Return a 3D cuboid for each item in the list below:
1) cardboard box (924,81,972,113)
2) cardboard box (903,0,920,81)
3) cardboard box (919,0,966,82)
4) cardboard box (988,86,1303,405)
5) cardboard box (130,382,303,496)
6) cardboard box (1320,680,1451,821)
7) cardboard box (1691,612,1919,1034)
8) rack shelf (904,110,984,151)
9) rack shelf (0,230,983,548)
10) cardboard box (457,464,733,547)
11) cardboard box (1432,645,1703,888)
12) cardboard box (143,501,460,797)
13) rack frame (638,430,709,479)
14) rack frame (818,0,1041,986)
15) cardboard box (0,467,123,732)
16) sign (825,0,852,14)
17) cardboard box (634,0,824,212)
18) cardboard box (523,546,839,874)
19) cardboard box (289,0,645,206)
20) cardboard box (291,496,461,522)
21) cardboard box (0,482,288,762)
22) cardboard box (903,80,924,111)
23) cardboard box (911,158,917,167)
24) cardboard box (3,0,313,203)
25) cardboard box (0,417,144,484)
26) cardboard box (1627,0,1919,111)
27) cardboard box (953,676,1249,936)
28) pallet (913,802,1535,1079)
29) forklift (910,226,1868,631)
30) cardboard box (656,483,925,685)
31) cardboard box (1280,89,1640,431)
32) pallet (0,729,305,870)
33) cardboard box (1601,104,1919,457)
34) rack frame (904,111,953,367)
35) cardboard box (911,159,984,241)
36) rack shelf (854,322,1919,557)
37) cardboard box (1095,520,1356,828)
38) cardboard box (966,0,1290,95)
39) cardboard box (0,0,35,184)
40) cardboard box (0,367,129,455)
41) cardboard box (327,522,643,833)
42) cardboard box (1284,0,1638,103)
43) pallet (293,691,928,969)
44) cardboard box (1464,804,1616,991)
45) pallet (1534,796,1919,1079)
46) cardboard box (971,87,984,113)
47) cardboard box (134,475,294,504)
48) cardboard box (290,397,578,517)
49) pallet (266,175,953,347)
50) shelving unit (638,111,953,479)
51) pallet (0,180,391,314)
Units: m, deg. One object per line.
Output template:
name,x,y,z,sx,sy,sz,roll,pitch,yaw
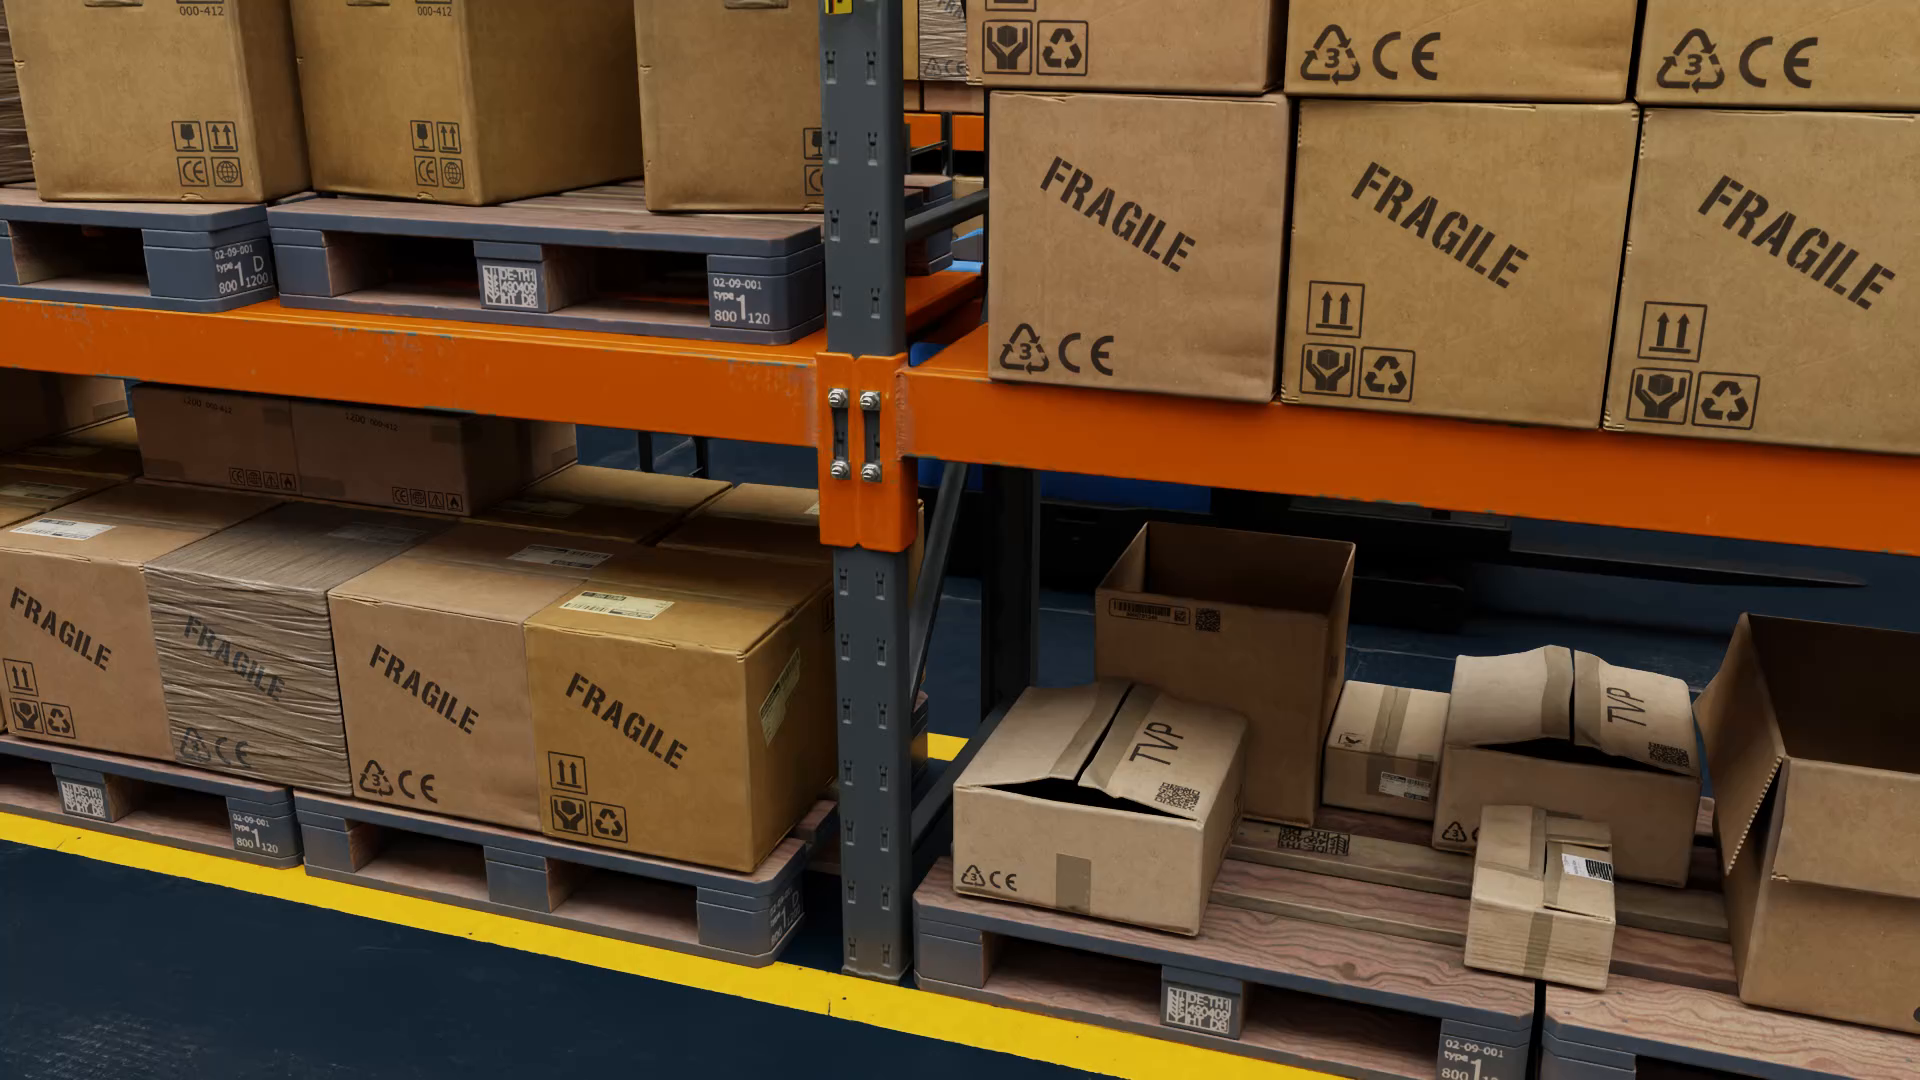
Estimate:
cardboard box,0.001,-2.188,8.148,0.250,0.149,0.380,6,20,17
cardboard box,-0.350,-2.528,8.137,0.500,0.500,0.500,7,20,20
cardboard box,0.124,-2.476,7.987,0.500,0.500,0.500,7,20,18
cardboard box,0.369,-0.565,2.988,0.500,0.500,0.500,7,20,19
cardboard box,-1.819,-0.329,4.453,0.500,0.250,0.500,6,20,17
cardboard box,0.982,0.476,3.816,0.250,0.149,0.380,7,20,18
cardboard box,1.753,0.515,3.166,0.637,0.503,0.797,7,20,18
rack shelf,-0.290,-2.074,8.563,4.000,0.370,1.077,7,20,18
rack shelf,-1.912,-0.534,4.143,4.000,0.370,1.077,7,20,18
cardboard box,-0.907,0.133,4.267,0.500,0.500,0.500,7,20,19
cardboard box,1.317,0.459,3.619,0.500,0.311,0.500,7,20,18
cardboard box,-1.521,0.241,3.958,0.500,0.500,0.500,7,20,19
rack frame,-1.084,-0.820,6.150,0.032,1.500,0.500,6,20,17
rack frame,-0.023,-0.657,3.405,0.127,3.000,1.000,7,20,18
cardboard box,-2.497,0.132,4.270,0.500,0.500,0.500,6,20,17
sign,-0.202,-1.031,2.718,0.005,0.325,0.100,7,20,18
cardboard box,-0.397,-1.024,3.666,0.500,0.500,0.700,0,19,0
cardboard box,-0.583,0.351,3.641,0.500,0.500,0.500,6,20,18
cardboard box,-1.067,-1.078,3.822,0.500,0.500,0.700,10,22,27
cardboard box,-1.377,0.077,4.428,0.500,0.500,0.500,7,20,19
cardboard box,-2.002,0.186,4.113,0.500,0.500,0.500,6,20,16
cardboard box,-0.246,-2.220,8.240,0.250,0.149,0.380,7,20,20
cardboard box,-0.702,-1.596,8.727,0.750,0.750,0.750,6,20,18
cardboard box,-1.712,-1.075,3.812,0.500,0.500,0.700,1,19,4
cardboard box,-2.352,-0.033,4.742,0.500,0.500,0.500,6,20,16
cardboard box,1.303,-0.927,2.508,0.500,0.500,0.500,6,20,16
cardboard box,0.303,0.517,3.452,0.500,0.311,0.500,7,20,18
pallet,0.626,0.734,3.650,1.213,0.211,1.003,7,20,18
forklift,1.393,-1.292,5.331,3.031,2.935,1.130,6,20,17
cardboard box,-0.400,0.187,4.111,0.500,0.500,0.500,6,20,16
cardboard box,0.854,-0.511,2.832,0.500,0.500,0.500,7,20,19
pallet,-1.960,0.452,4.459,1.213,0.211,1.003,7,20,18
cardboard box,1.326,-0.456,2.675,0.500,0.500,0.500,6,20,18
rack frame,-0.115,-0.719,5.860,0.032,1.500,0.500,6,20,17
cardboard box,0.102,-1.506,8.468,0.750,0.750,0.750,7,20,20
rack shelf,1.866,-0.102,2.904,4.000,0.370,1.077,7,20,18
cardboard box,0.608,0.289,3.820,0.500,0.500,0.500,7,20,18
cardboard box,0.330,-1.038,2.827,0.500,0.500,0.500,7,20,19
cardboard box,-2.368,-1.144,4.011,0.500,0.500,0.700,11,22,28
cardboard box,-2.786,-0.438,4.766,0.500,0.250,0.500,7,21,20
cardboard box,-1.047,0.295,3.802,0.500,0.500,0.500,7,20,18
cardboard box,0.817,-0.983,2.667,0.500,0.500,0.500,6,20,16
pallet,-0.804,0.583,4.082,1.213,0.211,1.003,7,20,18
cardboard box,1.123,0.676,3.217,0.250,0.166,0.380,7,20,18
pallet,1.782,0.865,3.274,1.213,0.211,1.003,7,20,18
cardboard box,0.233,-2.157,8.057,0.250,0.149,0.380,7,20,18
cardboard box,-1.854,0.022,4.585,0.500,0.500,0.500,6,20,16
cardboard box,-1.345,-0.275,4.298,0.500,0.250,0.500,7,20,18
pallet,-0.742,-0.687,3.782,1.213,0.211,1.003,7,20,18
shelving unit,-0.599,-0.769,6.005,1.048,1.500,0.538,6,20,17
pallet,-1.963,-0.790,4.078,1.213,0.211,1.003,7,20,18
